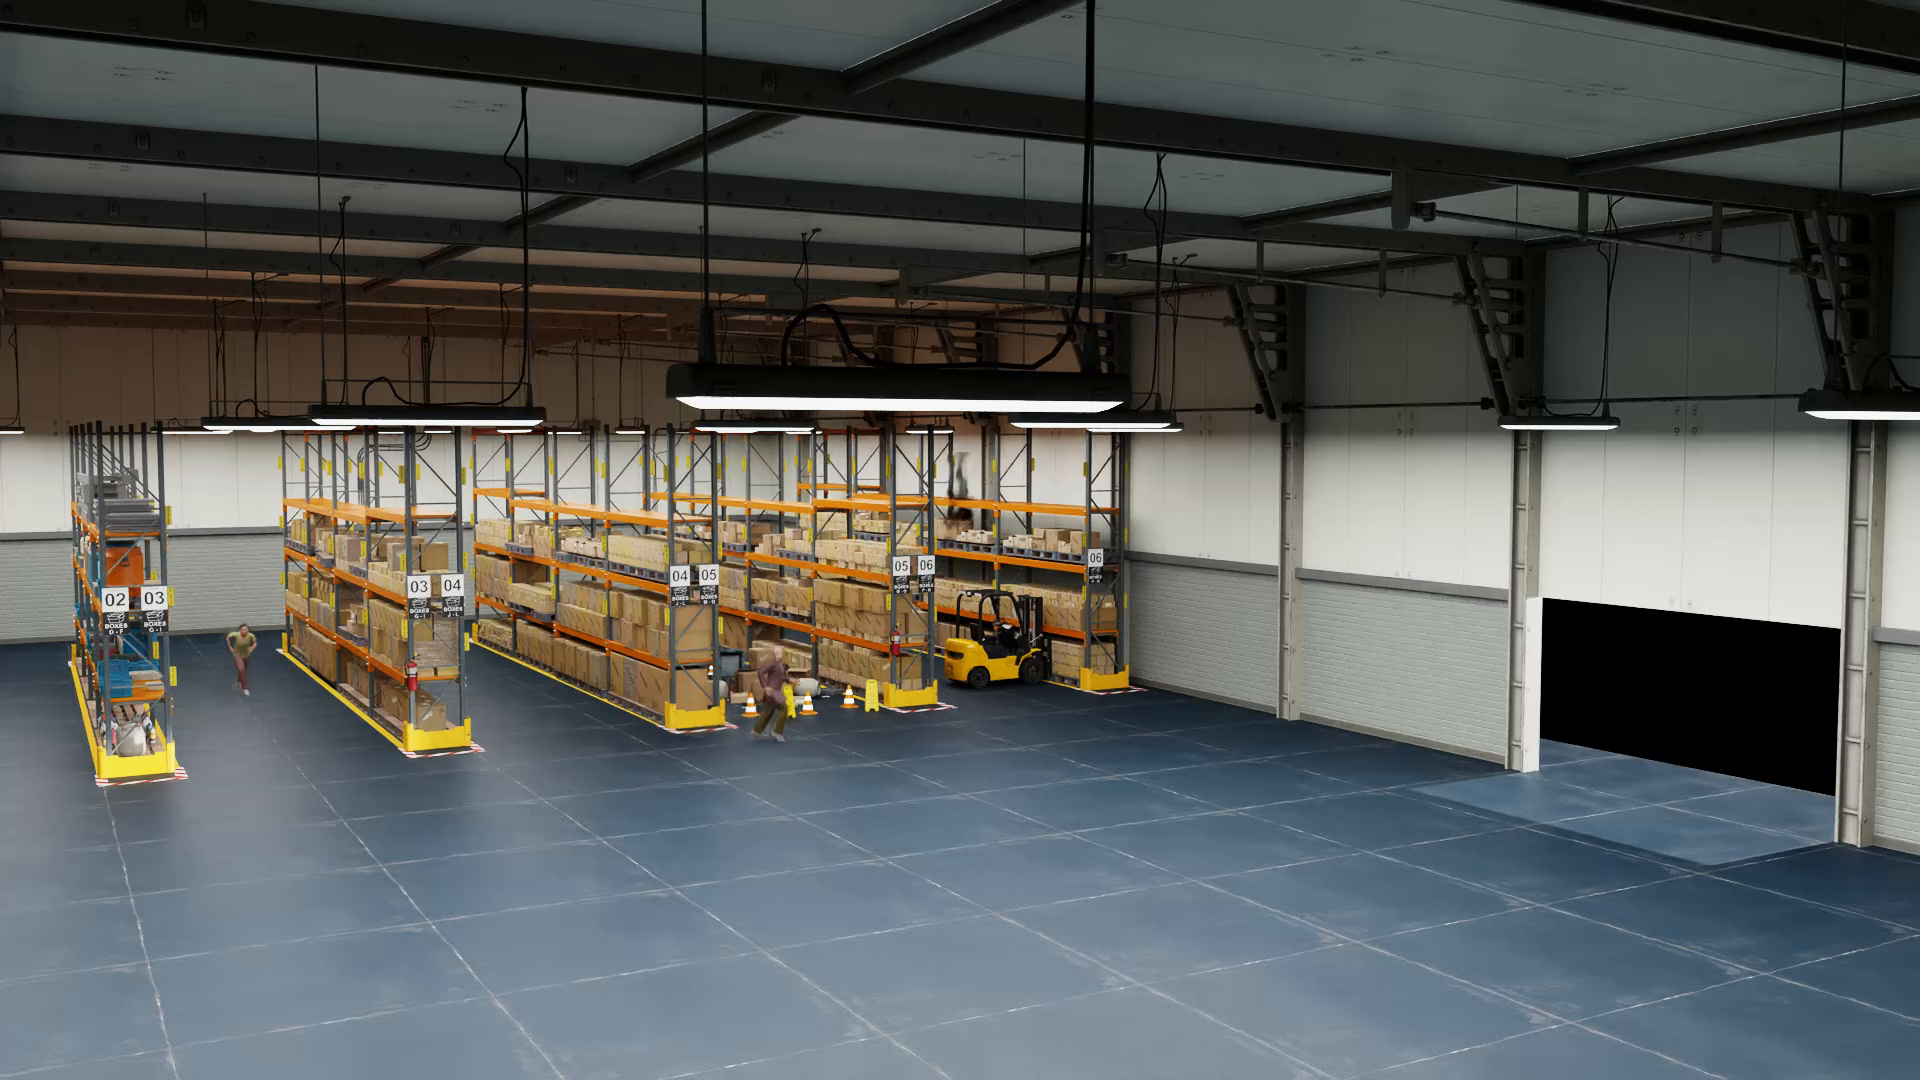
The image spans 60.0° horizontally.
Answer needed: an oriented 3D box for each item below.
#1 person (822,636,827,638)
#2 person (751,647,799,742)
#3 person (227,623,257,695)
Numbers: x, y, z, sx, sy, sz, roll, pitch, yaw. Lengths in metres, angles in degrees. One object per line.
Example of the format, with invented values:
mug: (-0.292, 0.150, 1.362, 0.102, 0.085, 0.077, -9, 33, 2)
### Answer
person: (-3.634, 2.142, 43.549, 0.683, 1.807, 0.978, -3, 4, -36)
person: (-3.508, 2.929, 31.321, 0.936, 1.830, 0.636, 0, 4, 5)
person: (-16.101, 2.644, 37.264, 0.615, 1.625, 1.003, -2, 4, -30)
